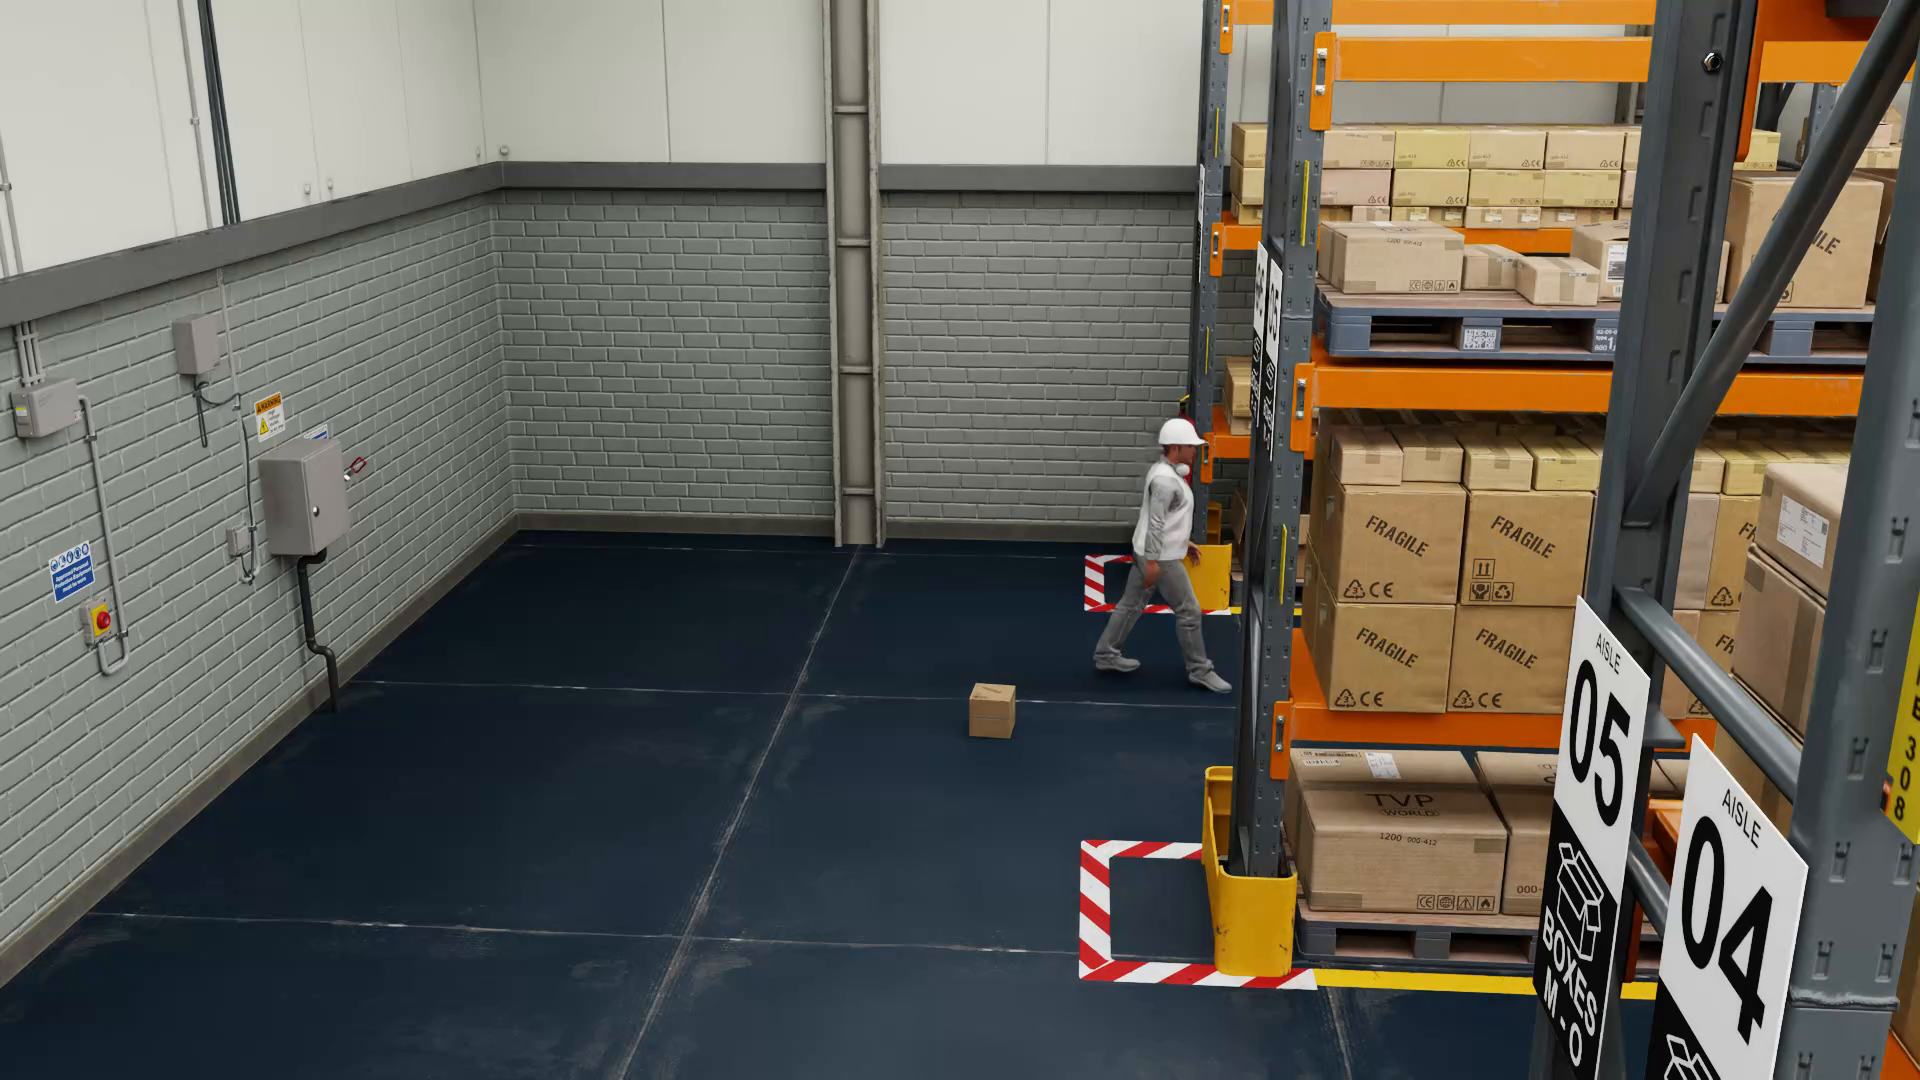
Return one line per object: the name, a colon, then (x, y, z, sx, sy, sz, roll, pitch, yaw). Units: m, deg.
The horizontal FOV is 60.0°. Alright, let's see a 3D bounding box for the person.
person: (1.329, 0.090, 10.746, 0.902, 1.779, 0.562, 1, 17, 2)
